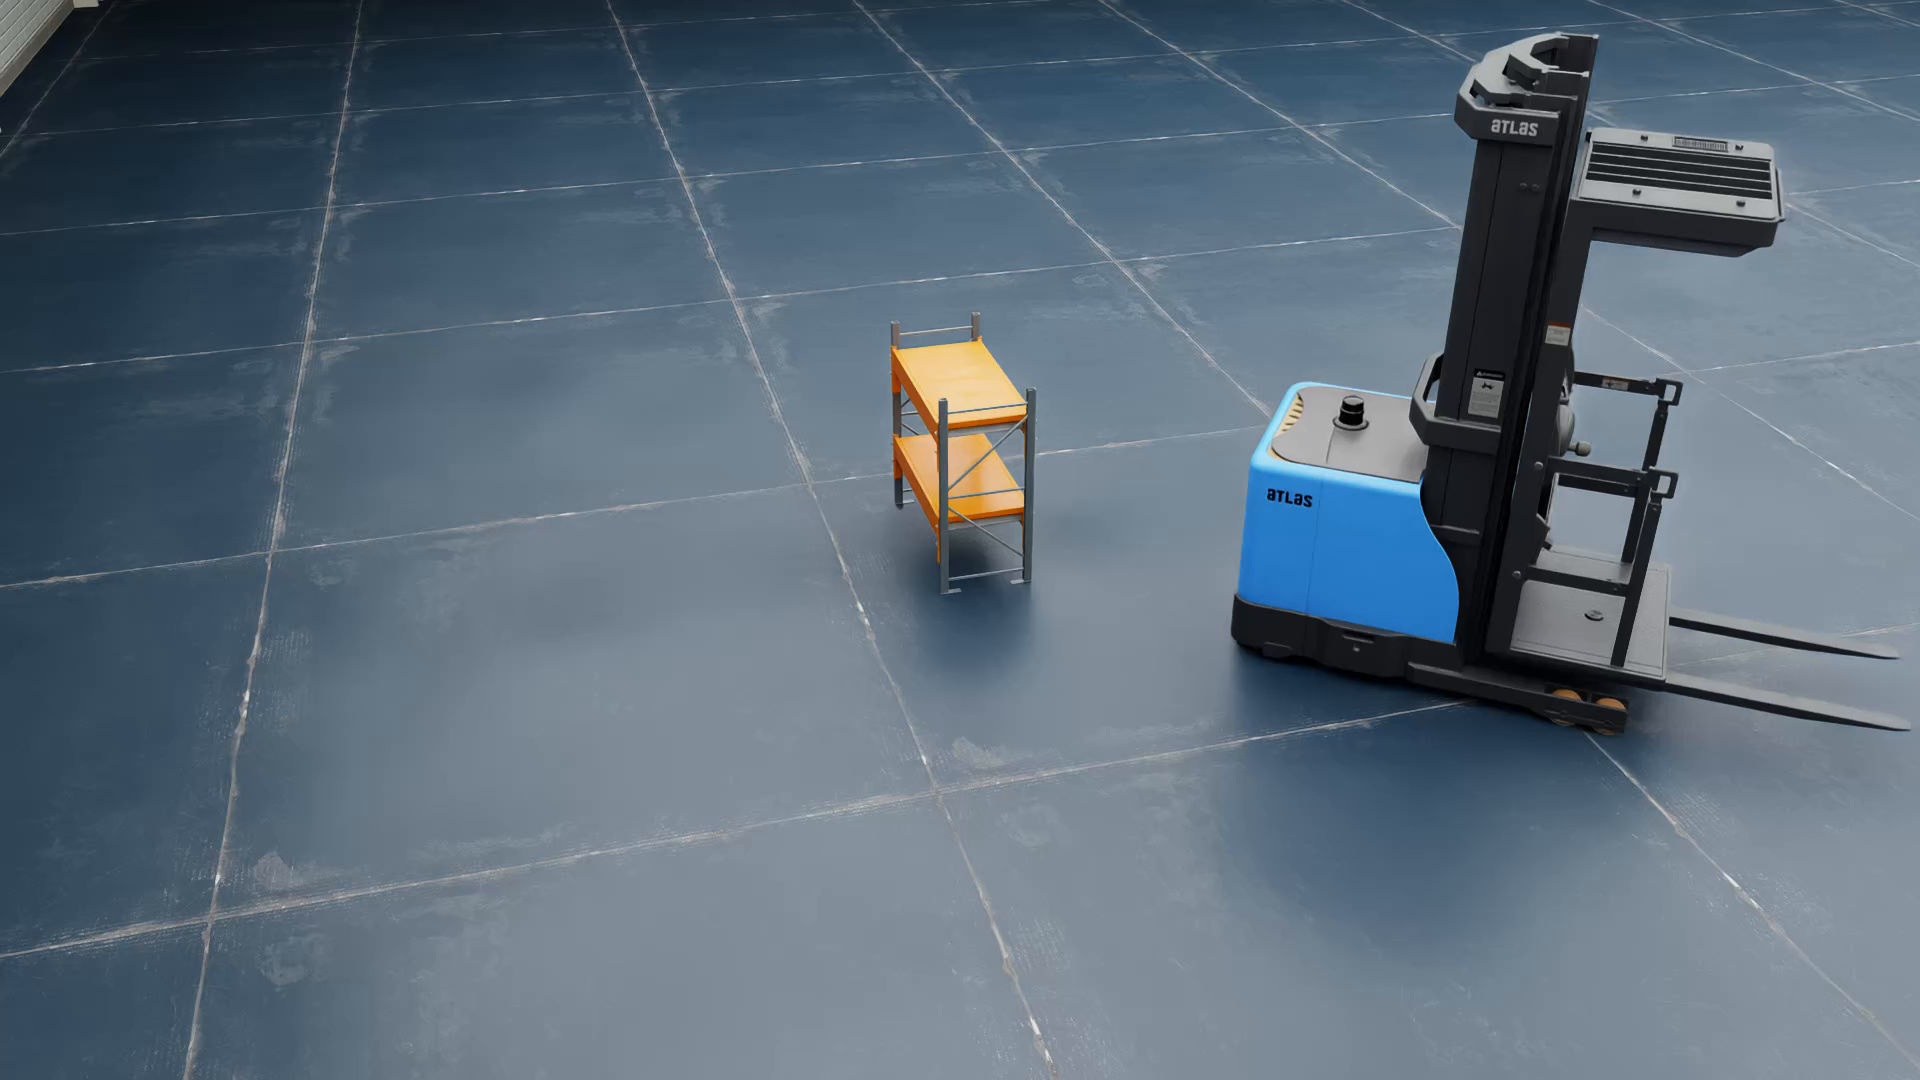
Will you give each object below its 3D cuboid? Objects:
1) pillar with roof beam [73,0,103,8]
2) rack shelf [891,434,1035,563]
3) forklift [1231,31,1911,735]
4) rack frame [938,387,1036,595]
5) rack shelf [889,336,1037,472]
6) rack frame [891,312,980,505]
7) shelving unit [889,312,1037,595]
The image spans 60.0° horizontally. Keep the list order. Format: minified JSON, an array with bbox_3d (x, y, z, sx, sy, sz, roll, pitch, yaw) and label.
[{"bbox_3d":[-6.811,-11.205,19.626,9.100,9.000,0.400,-8,31,-13],"label":"pillar with roof beam"},{"bbox_3d":[0.002,-0.272,9.085,0.538,0.278,1.000,-8,31,-13],"label":"rack shelf"},{"bbox_3d":[2.921,-0.670,7.482,3.031,2.935,1.130,11,32,19],"label":"forklift"},{"bbox_3d":[0.137,-0.238,8.538,0.500,1.125,0.032,-8,31,-13],"label":"rack frame"},{"bbox_3d":[0.002,-0.737,8.816,0.538,0.278,1.000,-8,31,-13],"label":"rack shelf"},{"bbox_3d":[-0.133,-0.729,9.387,0.500,1.125,0.032,-8,31,-13],"label":"rack frame"},{"bbox_3d":[0.002,-0.484,8.963,0.538,1.125,1.048,-8,31,-13],"label":"shelving unit"}]
